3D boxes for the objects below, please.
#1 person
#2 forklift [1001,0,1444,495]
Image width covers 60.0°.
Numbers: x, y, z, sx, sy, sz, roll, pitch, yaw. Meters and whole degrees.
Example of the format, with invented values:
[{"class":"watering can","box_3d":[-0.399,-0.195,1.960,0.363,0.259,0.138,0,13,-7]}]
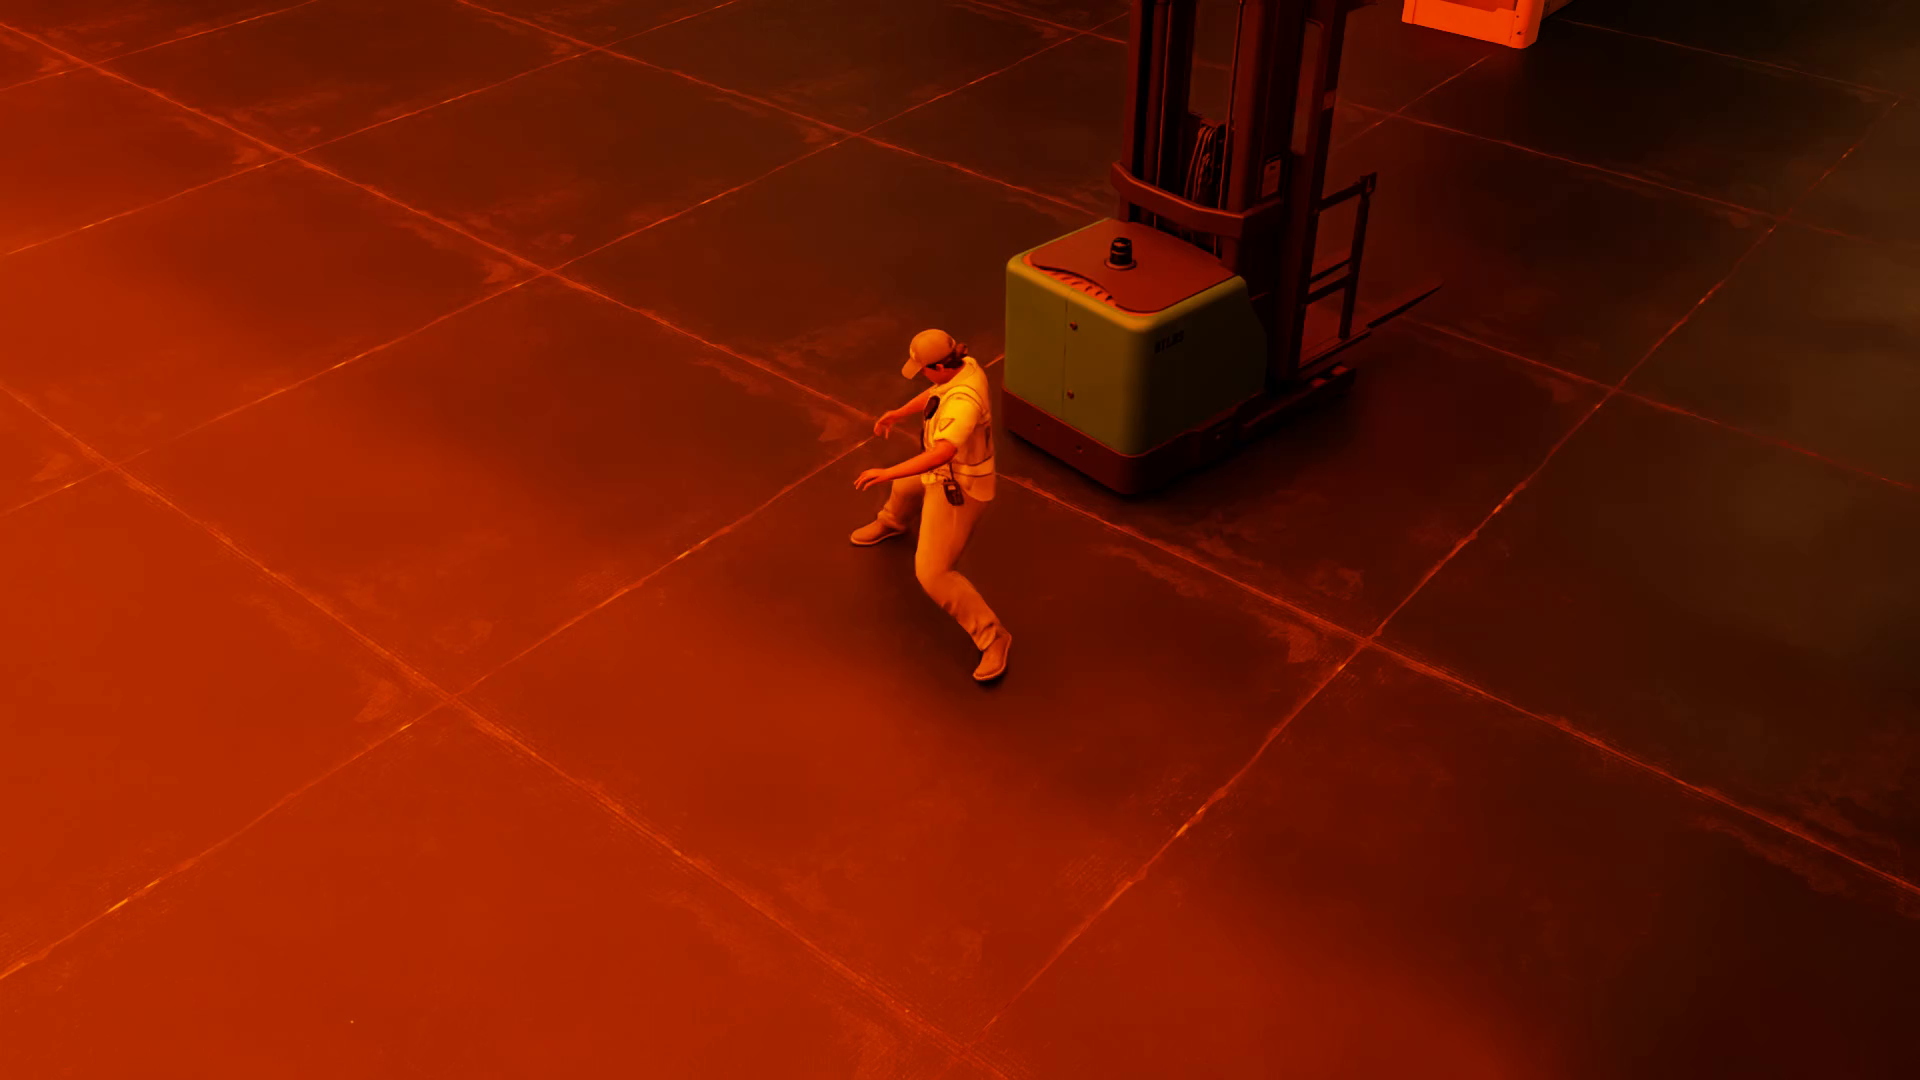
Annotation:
[{"class":"person","box_3d":[-0.156,-0.288,7.659,0.789,1.461,1.285,0,36,-1]},{"class":"forklift","box_3d":[1.661,-2.161,8.990,3.031,2.935,1.130,-28,44,-33]}]
